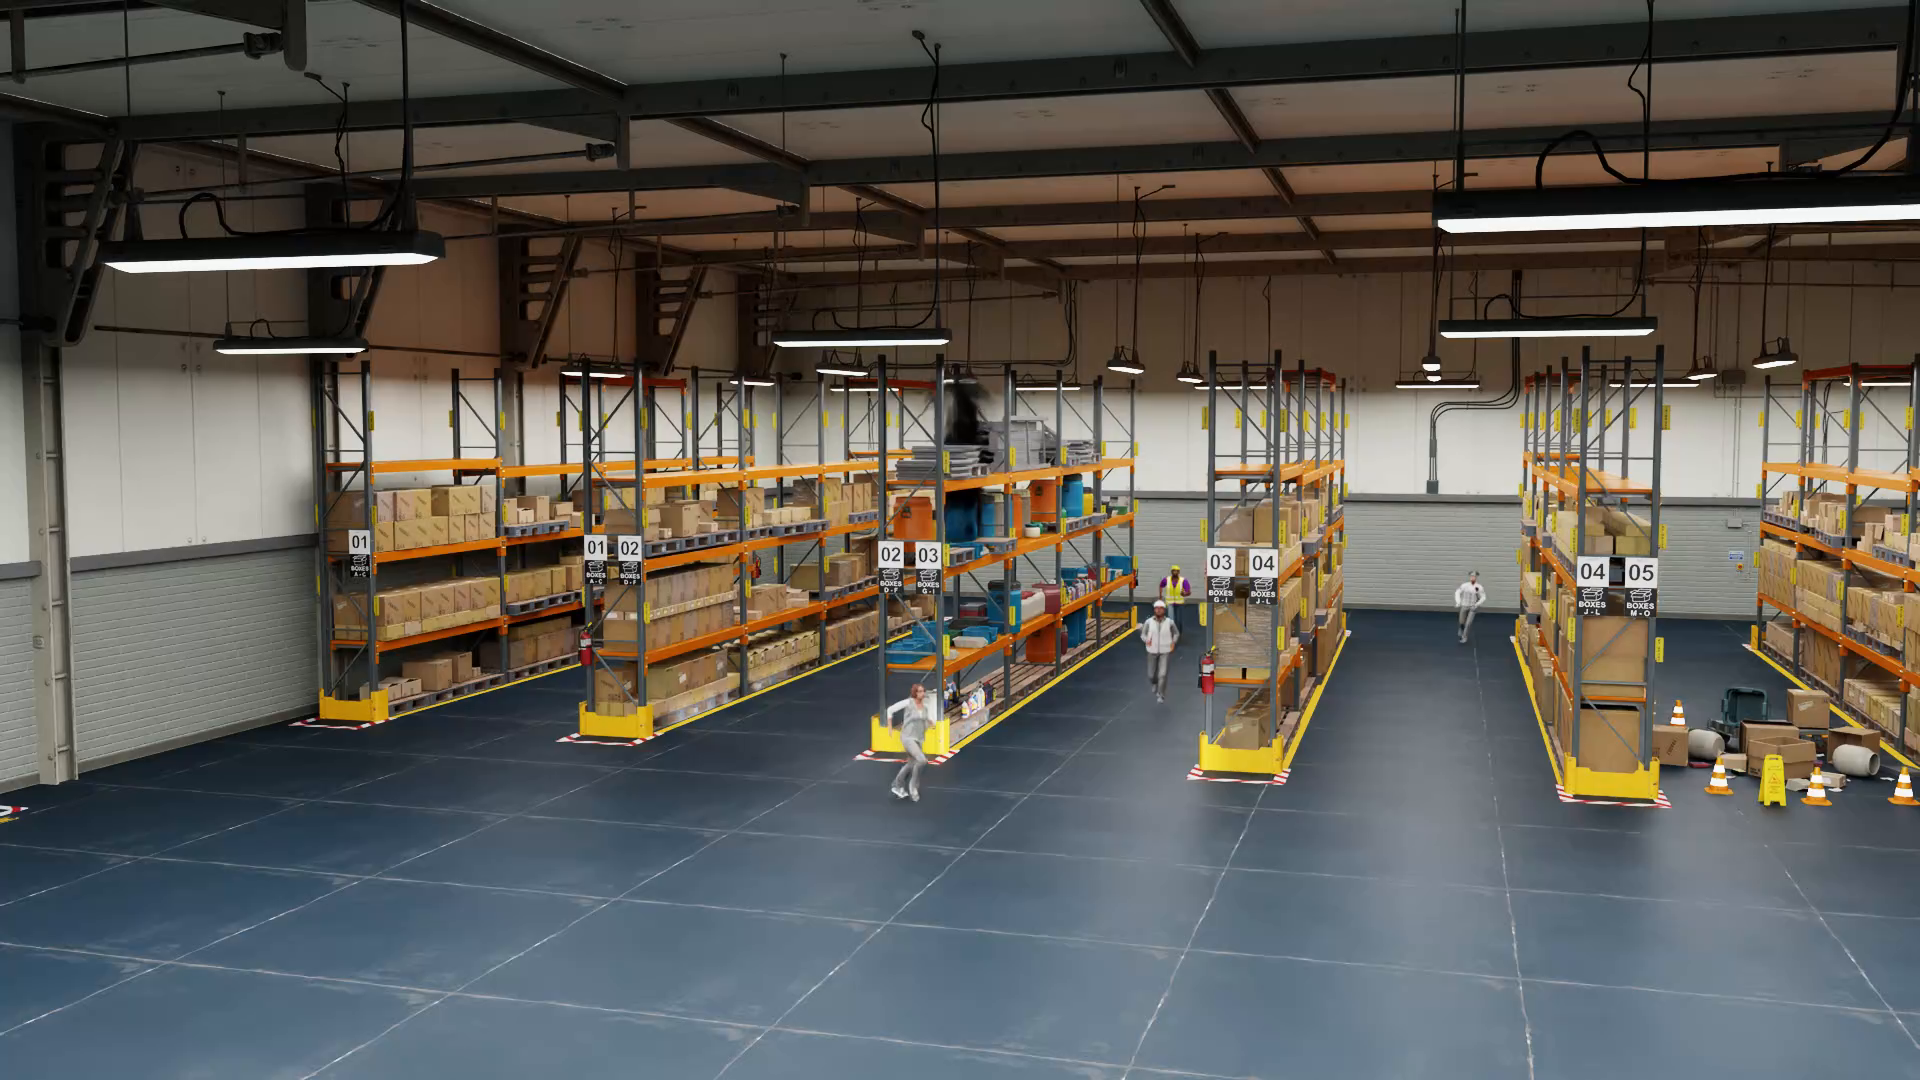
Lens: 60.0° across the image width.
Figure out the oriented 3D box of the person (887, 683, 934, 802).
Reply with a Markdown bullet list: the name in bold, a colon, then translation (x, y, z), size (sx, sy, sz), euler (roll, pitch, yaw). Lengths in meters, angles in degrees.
- **person**: translation (-0.626, 2.649, 21.800), size (0.560, 1.549, 0.753), euler (-4, 5, -42)

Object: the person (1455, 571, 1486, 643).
- **person**: translation (11.546, 1.503, 37.613), size (0.675, 1.634, 0.517), euler (1, 4, 20)

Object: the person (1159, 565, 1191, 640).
- **person**: translation (4.827, 1.441, 37.371), size (0.714, 1.771, 1.004), euler (0, 4, 7)

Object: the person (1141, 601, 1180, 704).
- **person**: translation (3.405, 1.895, 28.314), size (0.669, 1.733, 0.760), euler (1, 4, 11)
